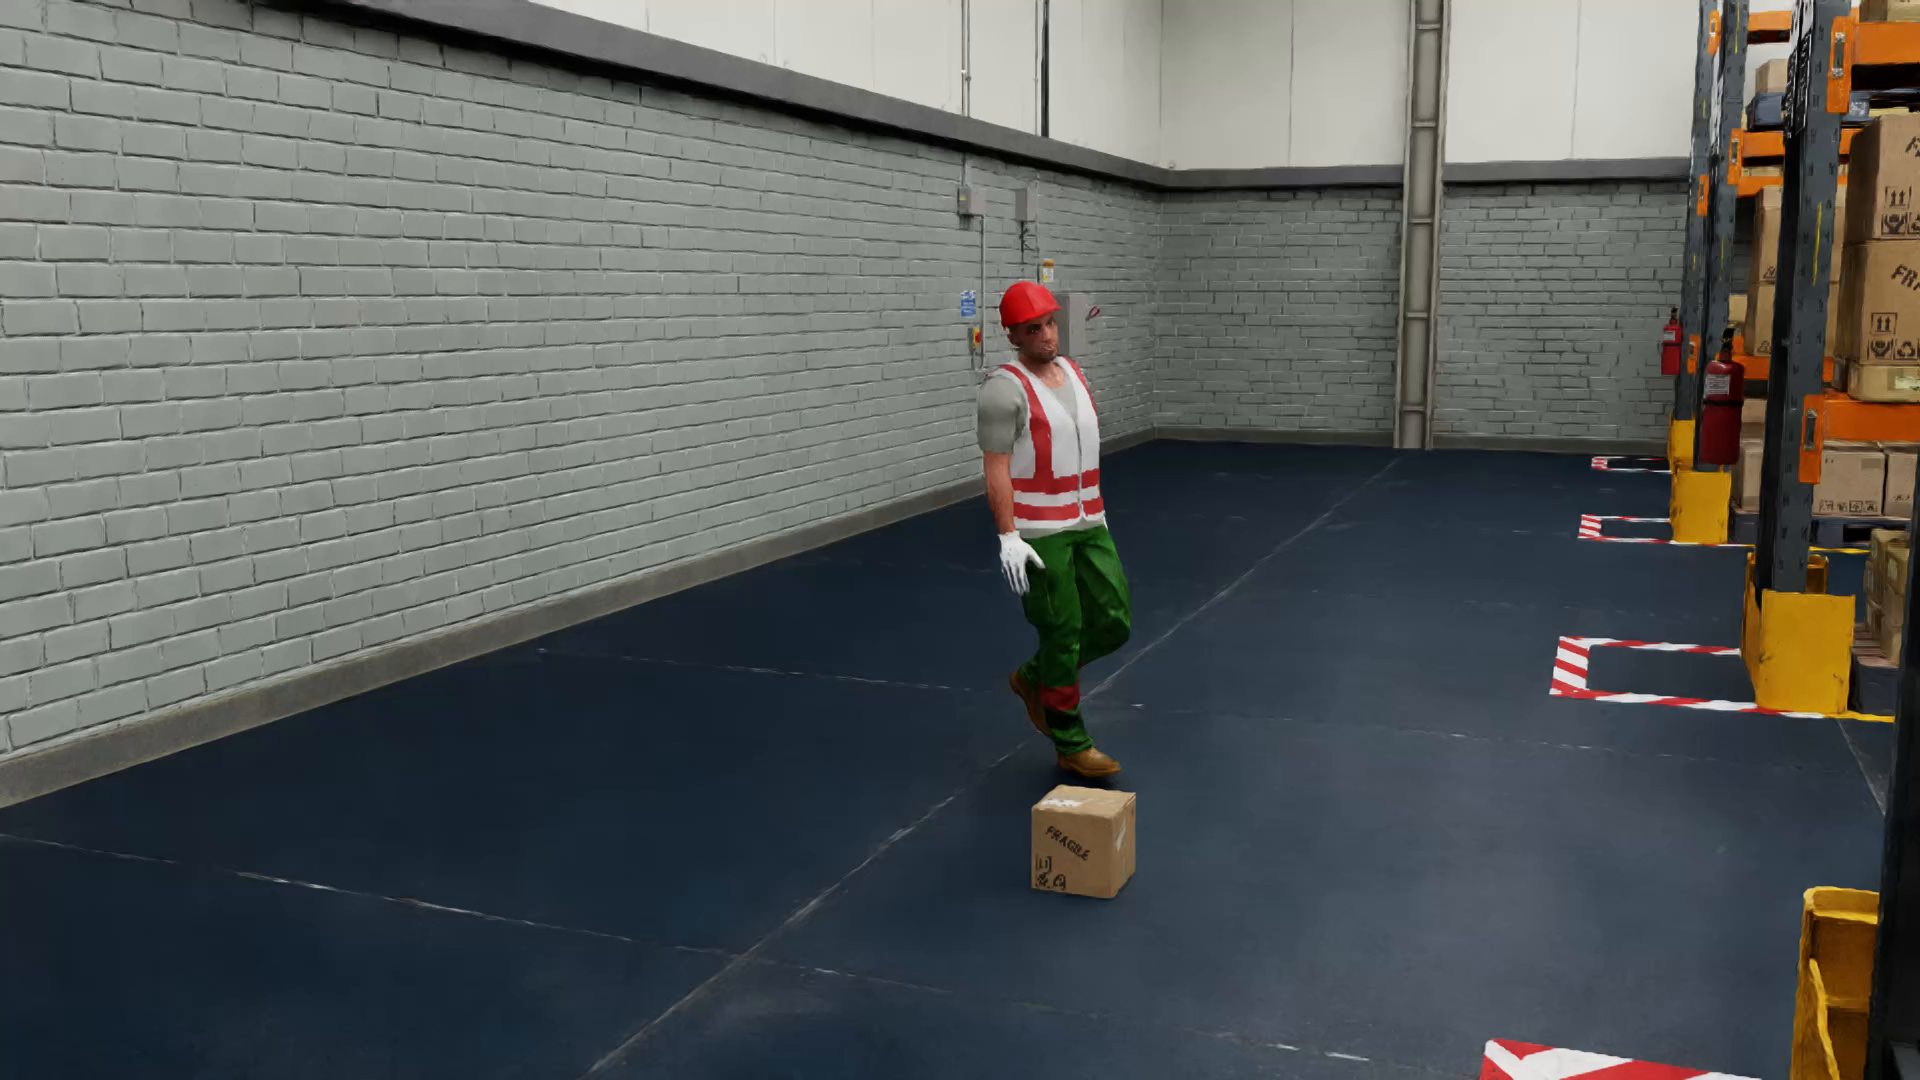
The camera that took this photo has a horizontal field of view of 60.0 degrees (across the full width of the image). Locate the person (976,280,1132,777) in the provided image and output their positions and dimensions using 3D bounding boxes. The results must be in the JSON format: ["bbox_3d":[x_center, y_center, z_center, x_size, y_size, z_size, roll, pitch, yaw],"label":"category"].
[{"bbox_3d":[0.301,-0.032,5.928,0.592,1.765,0.593,-8,12,-43],"label":"person"}]
